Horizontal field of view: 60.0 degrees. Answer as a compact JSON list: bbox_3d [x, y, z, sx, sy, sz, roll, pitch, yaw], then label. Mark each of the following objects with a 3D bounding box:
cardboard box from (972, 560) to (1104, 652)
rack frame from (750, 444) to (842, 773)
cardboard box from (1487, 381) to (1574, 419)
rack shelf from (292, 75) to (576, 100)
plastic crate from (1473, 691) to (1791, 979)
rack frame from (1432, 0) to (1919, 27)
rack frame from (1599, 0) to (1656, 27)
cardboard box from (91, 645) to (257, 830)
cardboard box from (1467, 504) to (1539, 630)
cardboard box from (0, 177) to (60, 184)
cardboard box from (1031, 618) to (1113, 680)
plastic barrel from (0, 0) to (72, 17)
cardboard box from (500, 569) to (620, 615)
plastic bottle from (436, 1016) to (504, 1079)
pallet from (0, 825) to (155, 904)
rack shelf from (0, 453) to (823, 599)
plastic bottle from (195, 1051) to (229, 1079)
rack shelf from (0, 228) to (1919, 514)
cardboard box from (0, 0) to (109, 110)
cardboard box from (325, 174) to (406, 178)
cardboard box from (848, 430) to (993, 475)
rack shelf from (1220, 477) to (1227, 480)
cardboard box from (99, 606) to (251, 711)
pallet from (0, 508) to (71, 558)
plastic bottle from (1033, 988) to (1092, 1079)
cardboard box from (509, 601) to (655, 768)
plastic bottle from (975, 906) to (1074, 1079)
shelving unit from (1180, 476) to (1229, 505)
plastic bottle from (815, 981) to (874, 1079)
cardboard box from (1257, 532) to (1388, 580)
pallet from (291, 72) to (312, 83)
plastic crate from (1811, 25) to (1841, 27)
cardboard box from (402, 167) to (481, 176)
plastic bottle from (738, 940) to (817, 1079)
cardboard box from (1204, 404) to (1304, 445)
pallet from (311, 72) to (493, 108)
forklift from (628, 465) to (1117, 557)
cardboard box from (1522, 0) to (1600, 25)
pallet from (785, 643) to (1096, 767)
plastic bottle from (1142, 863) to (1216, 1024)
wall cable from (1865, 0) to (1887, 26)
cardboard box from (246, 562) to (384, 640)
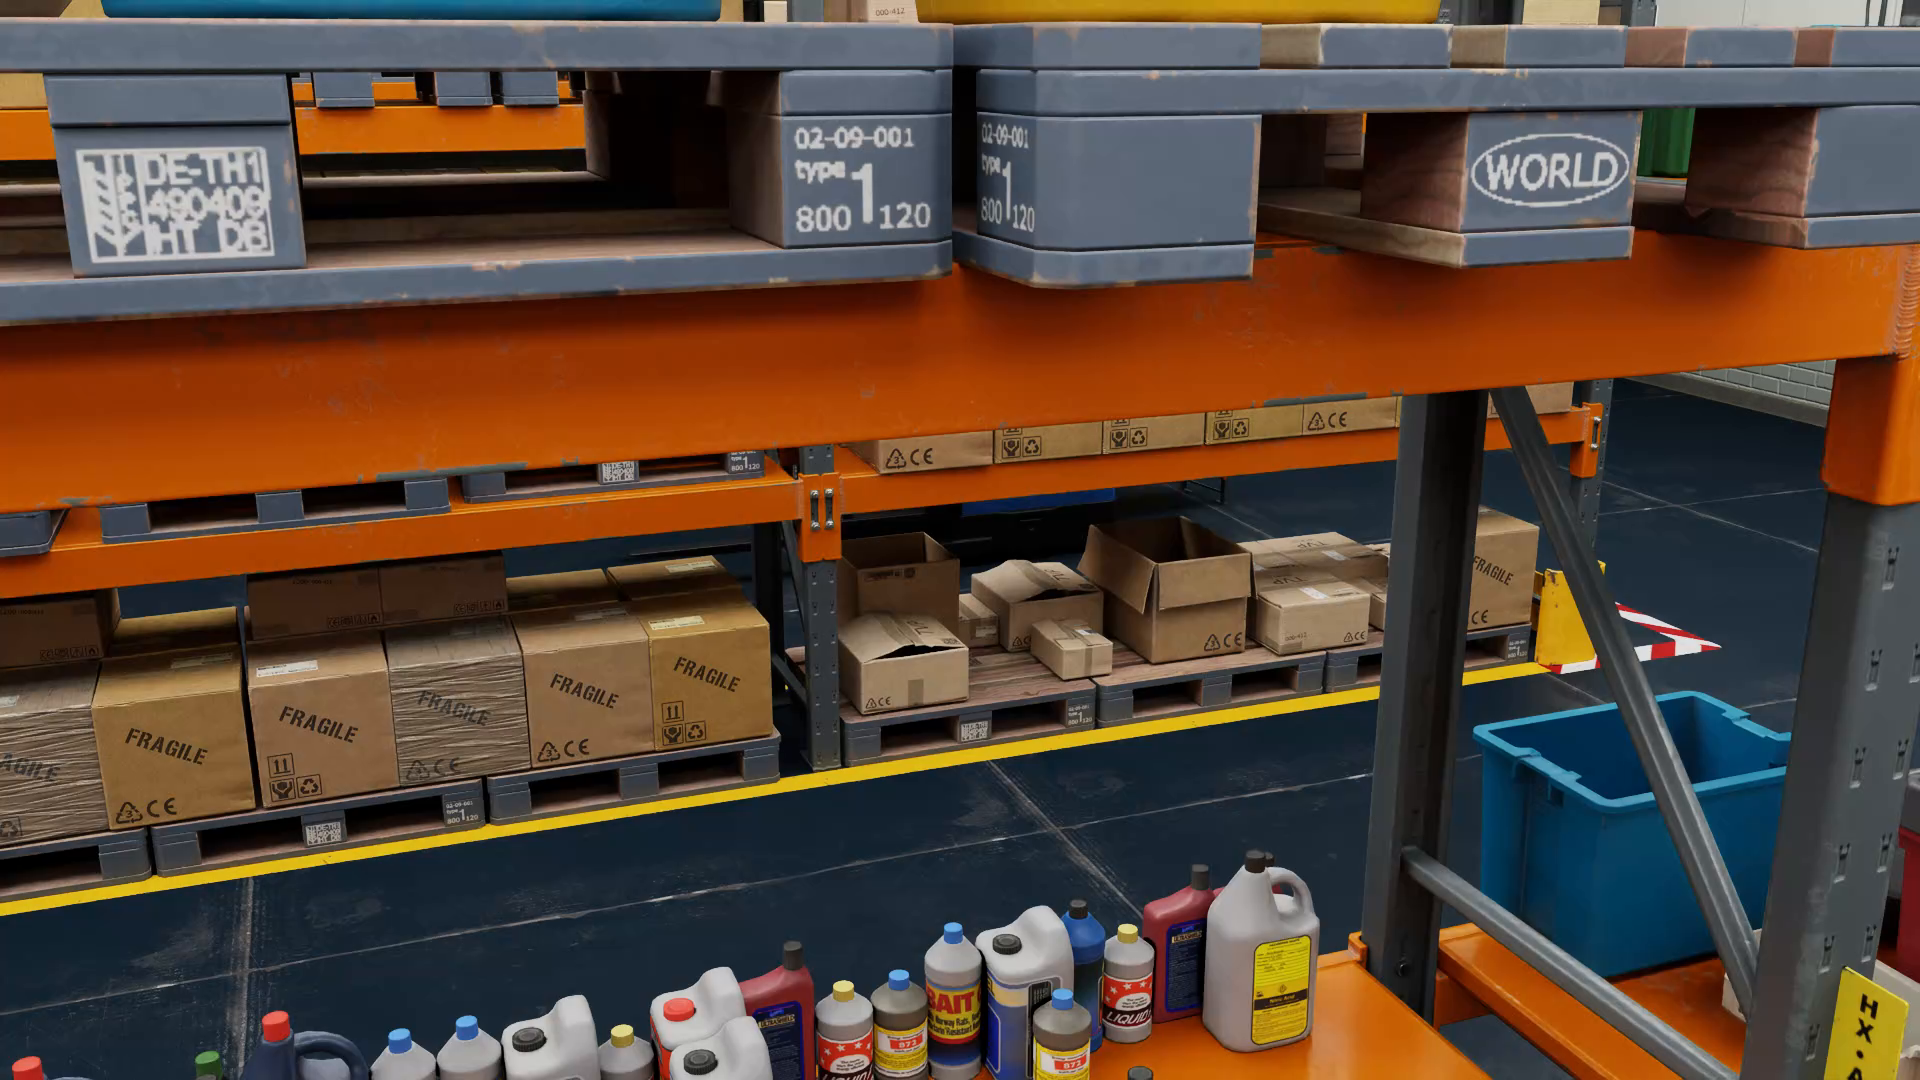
[{"bbox_3d":[0.379,0.300,8.243,0.500,0.311,0.500,-6,17,-20],"label":"cardboard box"},{"bbox_3d":[-0.752,-0.571,7.219,0.127,3.000,1.000,-6,17,-20],"label":"rack frame"},{"bbox_3d":[2.662,-0.905,8.181,0.500,0.500,0.500,-6,17,-18],"label":"cardboard box"},{"bbox_3d":[-4.396,-2.766,10.648,4.000,0.370,1.077,-6,17,-20],"label":"rack shelf"},{"bbox_3d":[1.331,0.575,3.239,0.575,0.384,0.392,-6,17,-20],"label":"plastic crate"},{"bbox_3d":[1.017,-2.146,1.934,0.127,3.000,1.000,-6,17,-20],"label":"rack frame"},{"bbox_3d":[2.983,-3.853,7.747,0.127,3.000,1.000,-6,17,-20],"label":"rack frame"},{"bbox_3d":[-3.003,0.746,6.389,0.500,0.500,0.500,-6,18,-21],"label":"cardboard box"},{"bbox_3d":[2.564,0.134,8.475,0.500,0.500,0.500,-6,17,-20],"label":"cardboard box"},{"bbox_3d":[-5.932,-2.145,10.506,0.500,0.250,0.500,-6,17,-19],"label":"cardboard box"},{"bbox_3d":[0.522,0.502,7.812,0.250,0.166,0.380,-6,17,-20],"label":"cardboard box"},{"bbox_3d":[-1.117,-0.788,1.649,0.433,0.535,0.433,0,16,0],"label":"plastic barrel"},{"bbox_3d":[-1.785,0.459,7.368,0.500,0.500,0.500,-6,17,-19],"label":"cardboard box"},{"bbox_3d":[-0.751,0.862,2.567,0.097,0.271,0.097,0,16,0],"label":"plastic bottle"},{"bbox_3d":[-3.776,1.105,6.461,1.213,0.211,1.003,-6,17,-20],"label":"pallet"},{"bbox_3d":[-2.620,-0.024,6.634,4.000,0.370,1.077,-6,17,-20],"label":"rack shelf"},{"bbox_3d":[-1.129,0.892,2.446,0.133,0.283,0.061,-6,17,-20],"label":"plastic bottle"},{"bbox_3d":[-0.851,-0.160,1.772,4.000,0.370,1.077,-6,17,-20],"label":"rack shelf"},{"bbox_3d":[-3.130,-1.812,5.942,0.500,0.500,0.910,-6,17,-20],"label":"cardboard box"},{"bbox_3d":[-3.830,-2.219,10.760,0.500,0.250,0.500,-6,17,-19],"label":"cardboard box"},{"bbox_3d":[-0.179,-0.599,7.136,0.500,0.500,0.500,-6,17,-19],"label":"cardboard box"},{"bbox_3d":[1.260,-0.539,11.304,1.000,0.278,0.538,-9,19,-28],"label":"rack shelf"},{"bbox_3d":[-3.214,0.612,6.845,0.500,0.500,0.500,-7,18,-22],"label":"cardboard box"},{"bbox_3d":[-3.879,-0.162,6.168,1.003,0.211,1.213,-6,17,-20],"label":"pallet"},{"bbox_3d":[0.169,0.842,2.759,0.097,0.201,0.097,0,16,0],"label":"plastic bottle"},{"bbox_3d":[-1.575,0.590,6.921,0.500,0.500,0.500,-6,17,-20],"label":"cardboard box"},{"bbox_3d":[0.107,0.775,2.854,0.135,0.276,0.152,-6,17,-20],"label":"plastic bottle"},{"bbox_3d":[1.260,-0.773,11.235,1.048,1.125,0.538,-9,19,-28],"label":"shelving unit"},{"bbox_3d":[-0.193,0.835,2.782,0.097,0.201,0.097,0,16,0],"label":"plastic bottle"},{"bbox_3d":[1.907,0.165,8.813,0.500,0.250,0.500,-6,17,-20],"label":"cardboard box"},{"bbox_3d":[-4.638,-3.012,10.542,1.213,0.211,1.003,-5,17,-18],"label":"pallet"},{"bbox_3d":[1.753,-0.802,2.979,0.300,0.233,0.416,-6,17,-20],"label":"plastic crate"},{"bbox_3d":[-3.537,-2.402,11.381,0.500,0.250,0.500,-6,17,-19],"label":"cardboard box"},{"bbox_3d":[-0.307,0.803,2.748,0.133,0.283,0.061,-6,17,-20],"label":"plastic bottle"},{"bbox_3d":[1.241,-0.753,7.660,0.500,0.500,0.500,-6,18,-21],"label":"cardboard box"},{"bbox_3d":[-2.353,-1.767,6.303,1.003,0.211,1.213,-6,17,-20],"label":"pallet"},{"bbox_3d":[-0.589,-1.343,9.971,3.031,2.935,1.130,-6,17,-20],"label":"forklift"},{"bbox_3d":[2.595,-2.463,7.715,0.500,0.250,0.500,-6,17,-20],"label":"cardboard box"},{"bbox_3d":[-0.110,0.698,7.847,1.213,0.211,1.003,-6,17,-20],"label":"pallet"},{"bbox_3d":[0.397,0.727,3.007,0.133,0.283,0.061,-6,17,-20],"label":"plastic bottle"},{"bbox_3d":[6.617,-4.142,14.243,0.112,2.526,3.097,-6,17,-20],"label":"wall cable"},{"bbox_3d":[-2.693,0.194,6.940,0.500,0.250,0.500,-7,18,-21],"label":"cardboard box"}]
